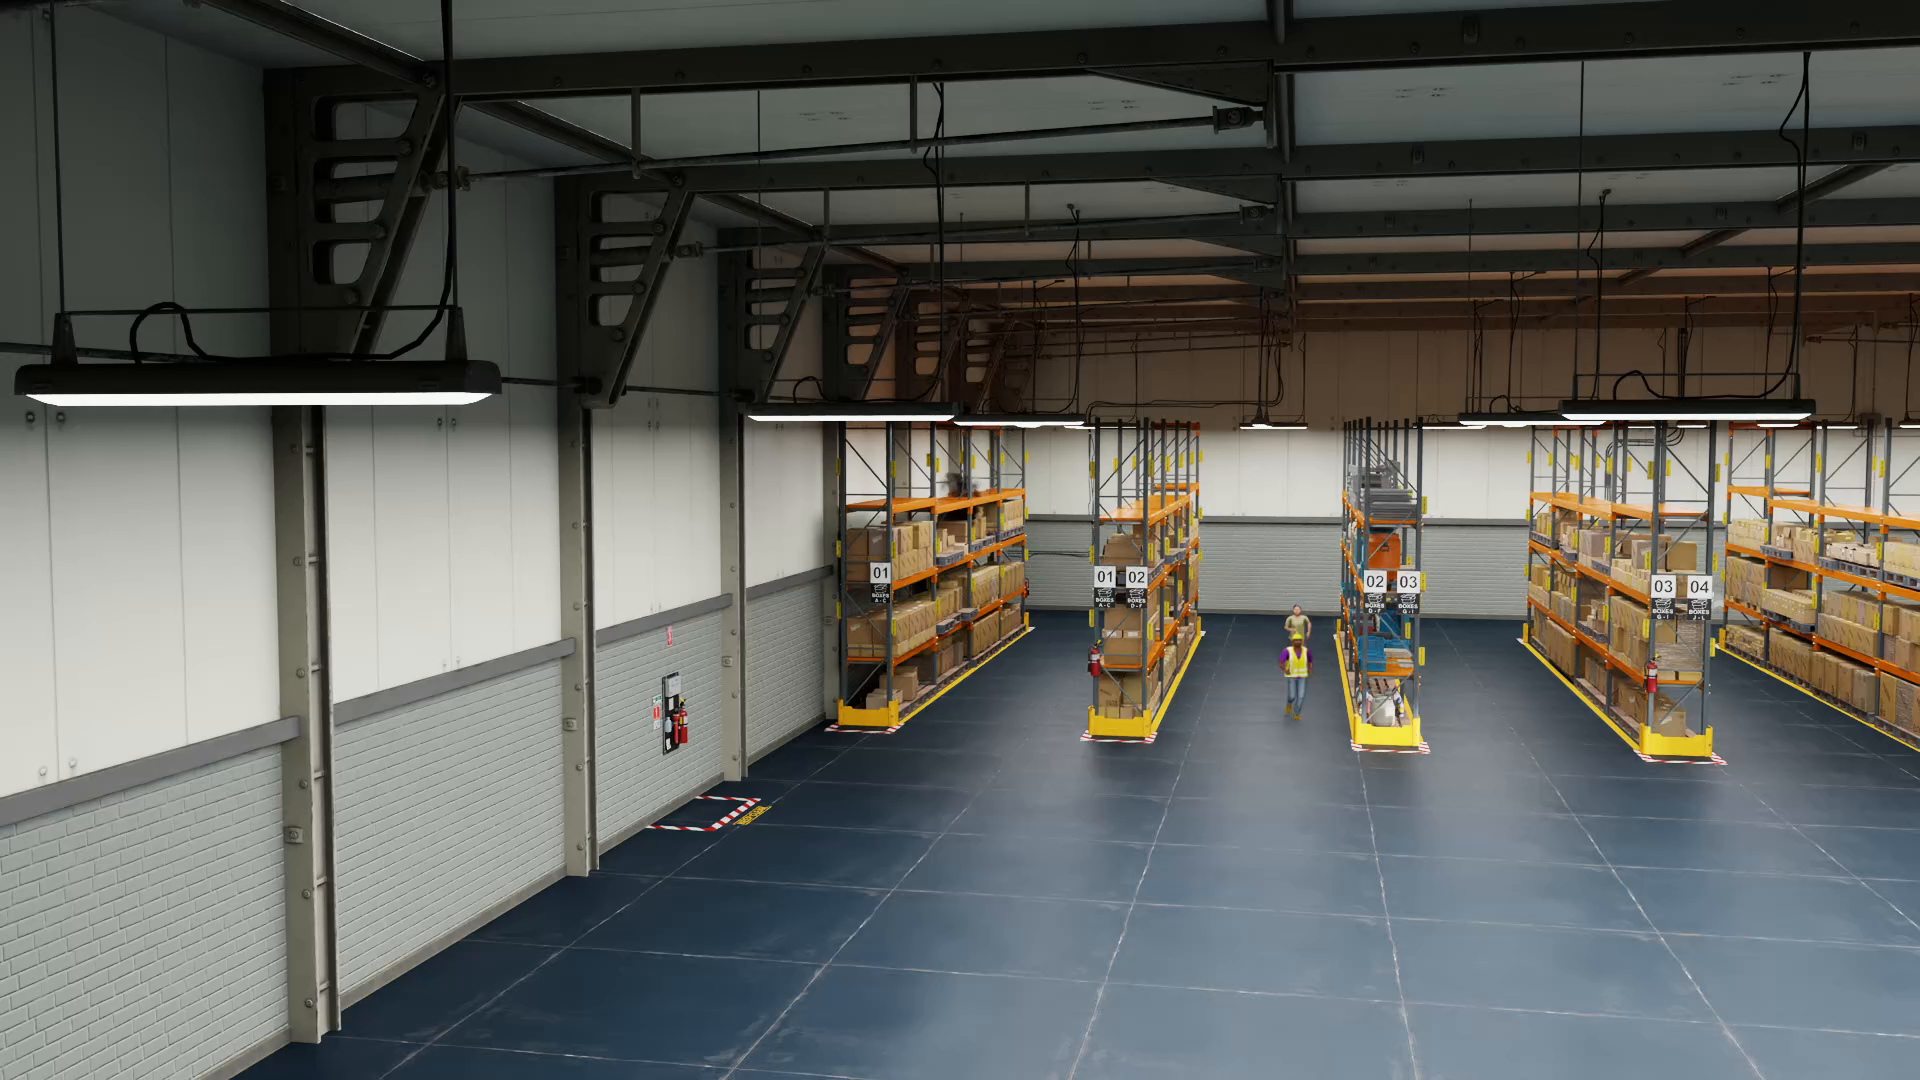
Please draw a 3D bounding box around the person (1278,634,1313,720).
[{"bbox_3d":[6.695,2.713,33.099,0.695,1.719,0.596,0,4,-2],"label":"person"}]

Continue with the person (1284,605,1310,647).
[{"bbox_3d":[7.898,2.375,38.955,0.587,1.745,0.728,1,4,13],"label":"person"}]

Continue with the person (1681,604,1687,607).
[{"bbox_3d":[18.965,2.041,44.088,0.674,1.640,0.787,2,4,29],"label":"person"}]
